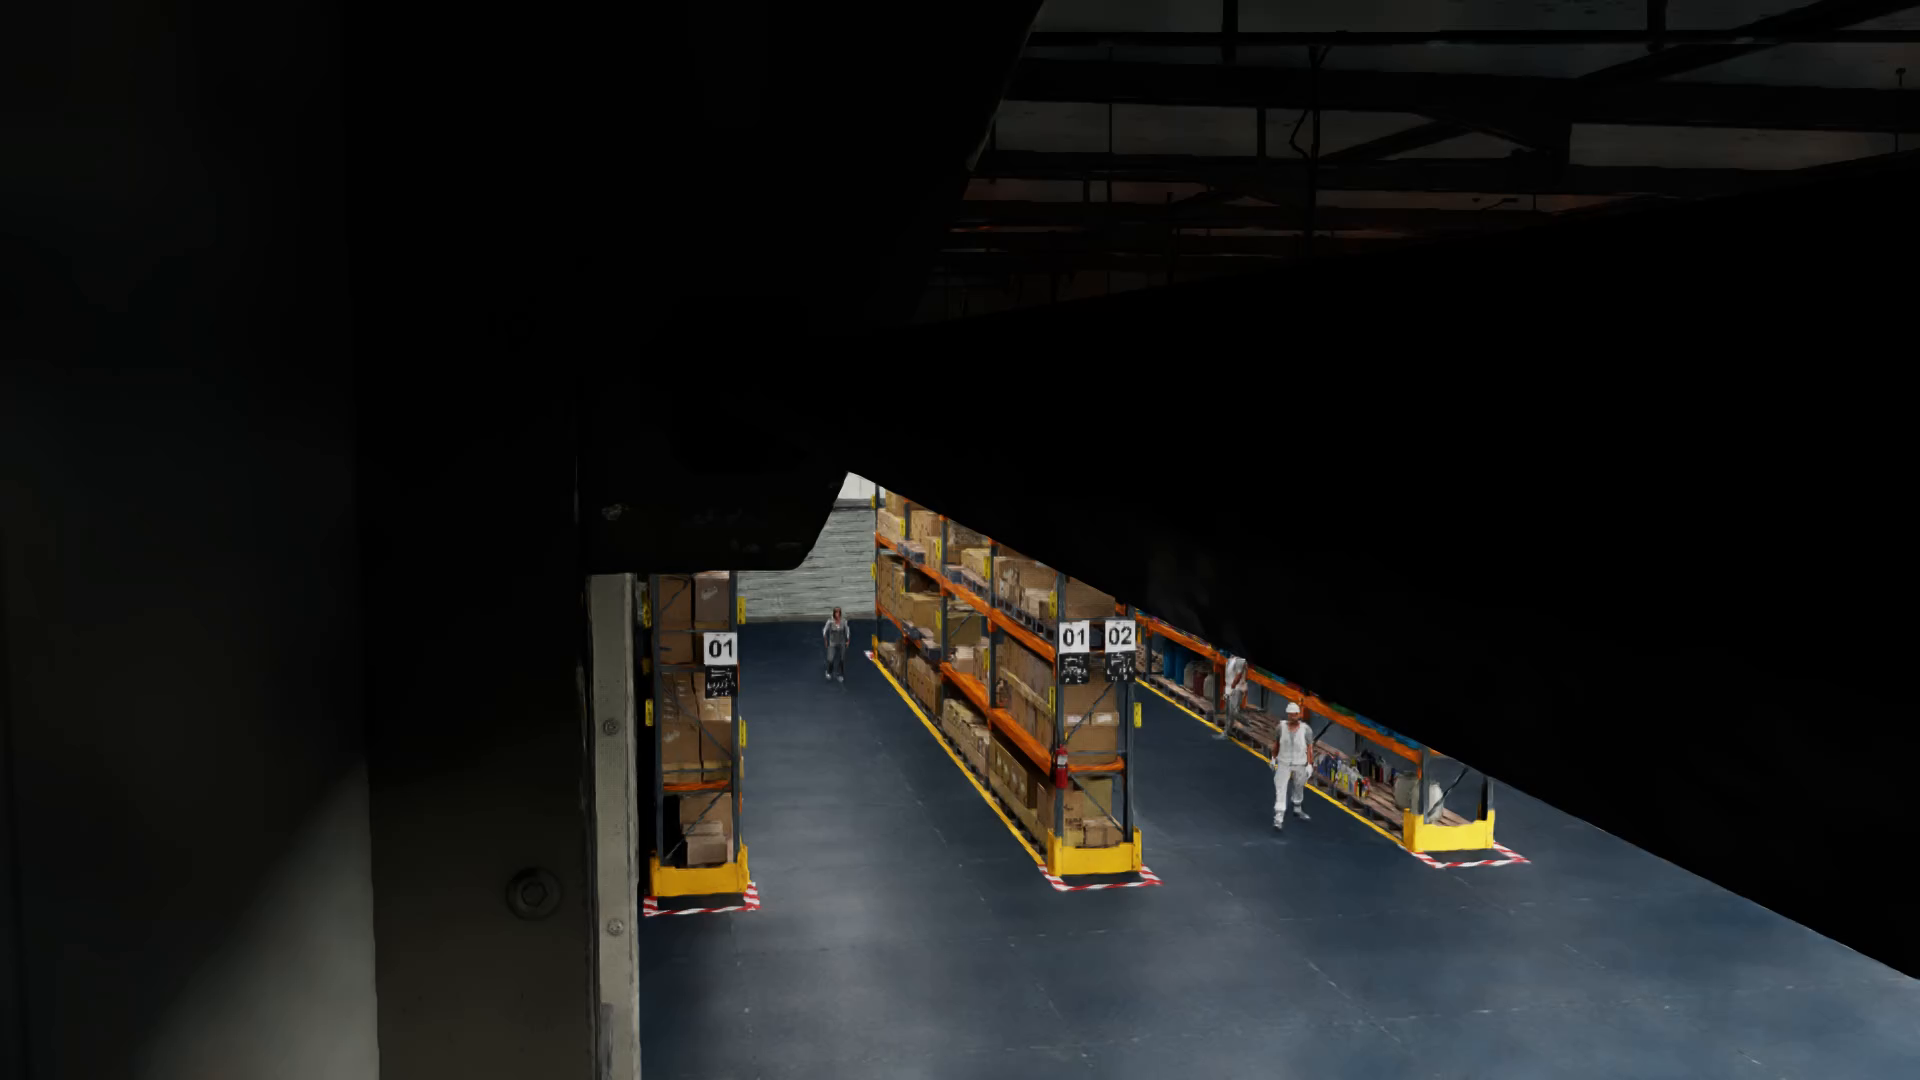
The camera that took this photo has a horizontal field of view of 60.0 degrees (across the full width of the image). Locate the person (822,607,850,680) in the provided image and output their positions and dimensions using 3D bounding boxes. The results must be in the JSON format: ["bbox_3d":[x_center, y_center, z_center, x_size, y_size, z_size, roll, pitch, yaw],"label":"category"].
[{"bbox_3d":[-2.516,2.104,33.797,0.566,1.540,0.516,-1,6,-13],"label":"person"}]

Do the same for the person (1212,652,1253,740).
[{"bbox_3d":[4.652,2.537,28.303,0.626,1.779,0.646,-1,6,-11],"label":"person"}]

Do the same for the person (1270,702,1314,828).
[{"bbox_3d":[4.595,3.101,23.053,0.593,1.744,0.959,1,6,12],"label":"person"}]
